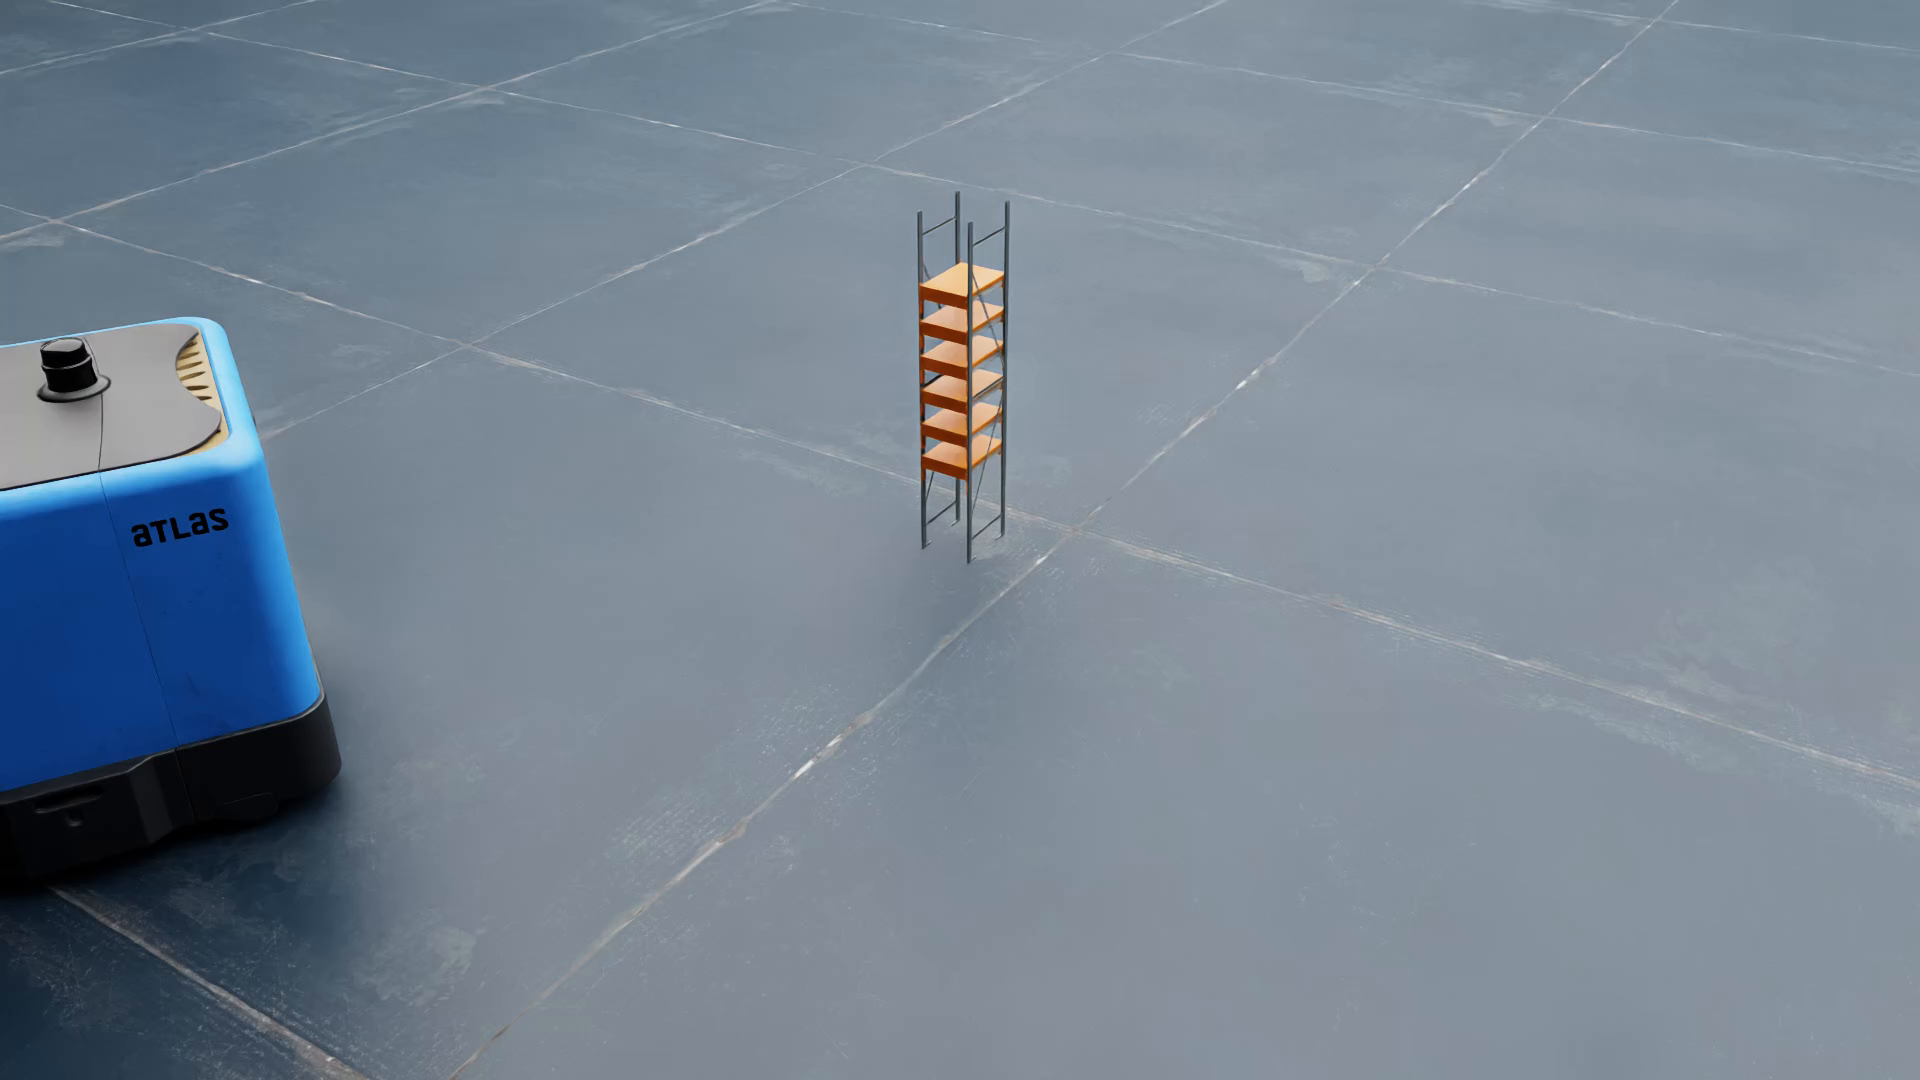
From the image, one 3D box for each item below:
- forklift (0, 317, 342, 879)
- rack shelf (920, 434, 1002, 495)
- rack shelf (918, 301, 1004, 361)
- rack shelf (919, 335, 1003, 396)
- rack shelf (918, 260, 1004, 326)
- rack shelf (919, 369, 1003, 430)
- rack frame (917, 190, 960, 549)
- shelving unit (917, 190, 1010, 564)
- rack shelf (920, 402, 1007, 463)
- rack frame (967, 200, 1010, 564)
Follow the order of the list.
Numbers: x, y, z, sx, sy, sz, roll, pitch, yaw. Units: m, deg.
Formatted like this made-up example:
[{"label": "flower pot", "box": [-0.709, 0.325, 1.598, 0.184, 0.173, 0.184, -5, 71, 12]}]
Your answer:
[{"label": "forklift", "box": [-3.240, -0.441, 3.597, 3.031, 2.935, 1.130, -14, 33, -23]}, {"label": "rack shelf", "box": [0.012, -0.269, 5.584, 0.180, 0.103, 0.258, 18, 35, 27]}, {"label": "rack shelf", "box": [0.012, -0.683, 5.342, 0.180, 0.103, 0.258, 18, 35, 27]}, {"label": "rack shelf", "box": [0.012, -0.580, 5.403, 0.180, 0.103, 0.258, 18, 35, 27]}, {"label": "rack shelf", "box": [0.012, -0.787, 5.282, 0.180, 0.103, 0.258, 18, 35, 27]}, {"label": "rack shelf", "box": [0.012, -0.476, 5.463, 0.180, 0.103, 0.258, 18, 35, 27]}, {"label": "rack frame", "box": [-0.065, -0.539, 5.483, 0.006, 1.200, 0.240, 18, 35, 27]}, {"label": "shelving unit", "box": [0.012, -0.514, 5.441, 0.189, 1.200, 0.258, 18, 35, 27]}, {"label": "rack shelf", "box": [0.012, -0.372, 5.524, 0.180, 0.103, 0.258, 18, 35, 27]}, {"label": "rack frame", "box": [0.090, -0.490, 5.399, 0.006, 1.200, 0.240, 18, 35, 27]}]
